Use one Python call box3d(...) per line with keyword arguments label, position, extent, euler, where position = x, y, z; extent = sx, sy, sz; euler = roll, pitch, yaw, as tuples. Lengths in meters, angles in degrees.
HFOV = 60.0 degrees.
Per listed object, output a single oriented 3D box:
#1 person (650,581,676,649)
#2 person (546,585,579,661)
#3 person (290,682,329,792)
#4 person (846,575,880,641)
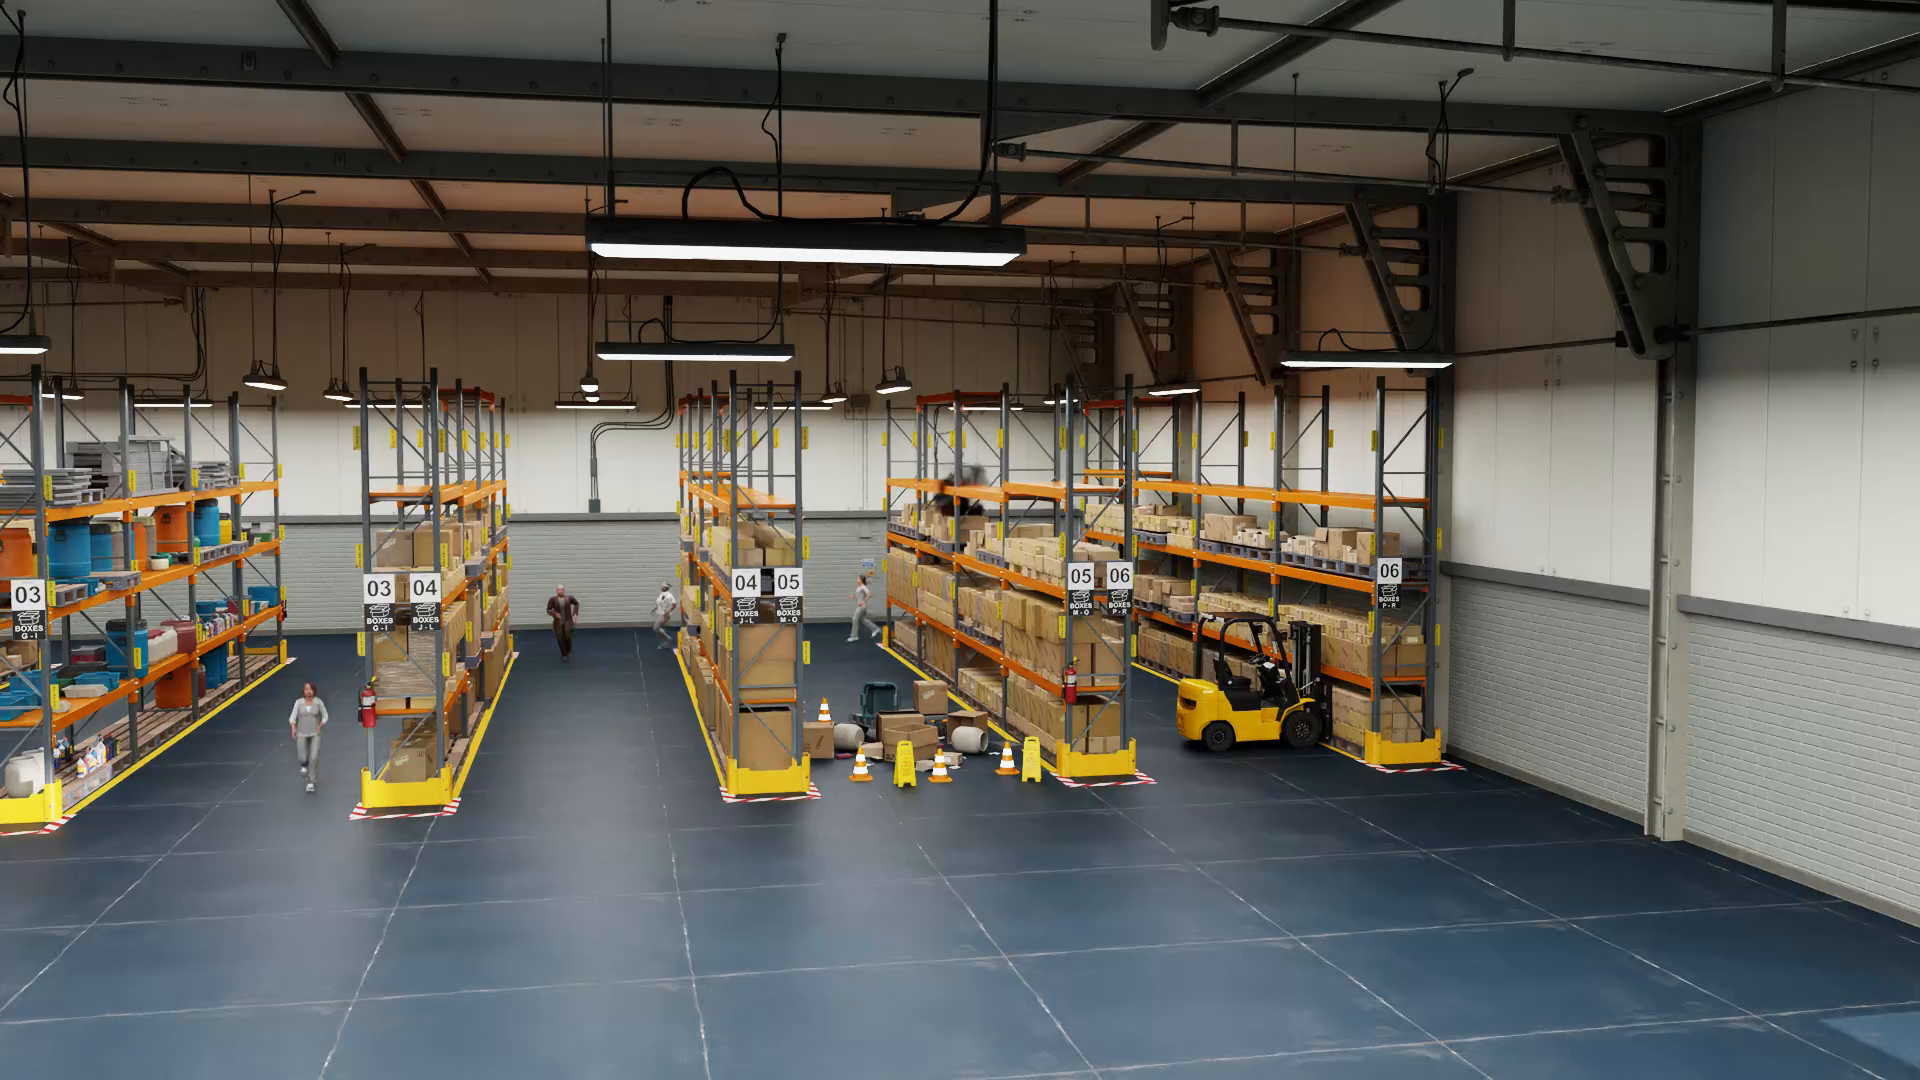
box3d(label="person", position=(-7.148, 1.807, 39.950), extent=(0.502, 1.652, 0.650), euler=(-3, 4, -38))
box3d(label="person", position=(-8.991, 1.884, 37.619), extent=(0.701, 1.747, 0.677), euler=(-1, 3, -9))
box3d(label="person", position=(-9.334, 2.808, 23.857), extent=(0.527, 1.542, 0.560), euler=(-1, 4, -20))
box3d(label="person", position=(-2.407, 1.699, 41.632), extent=(0.872, 1.676, 0.579), euler=(-1, 3, -9))
